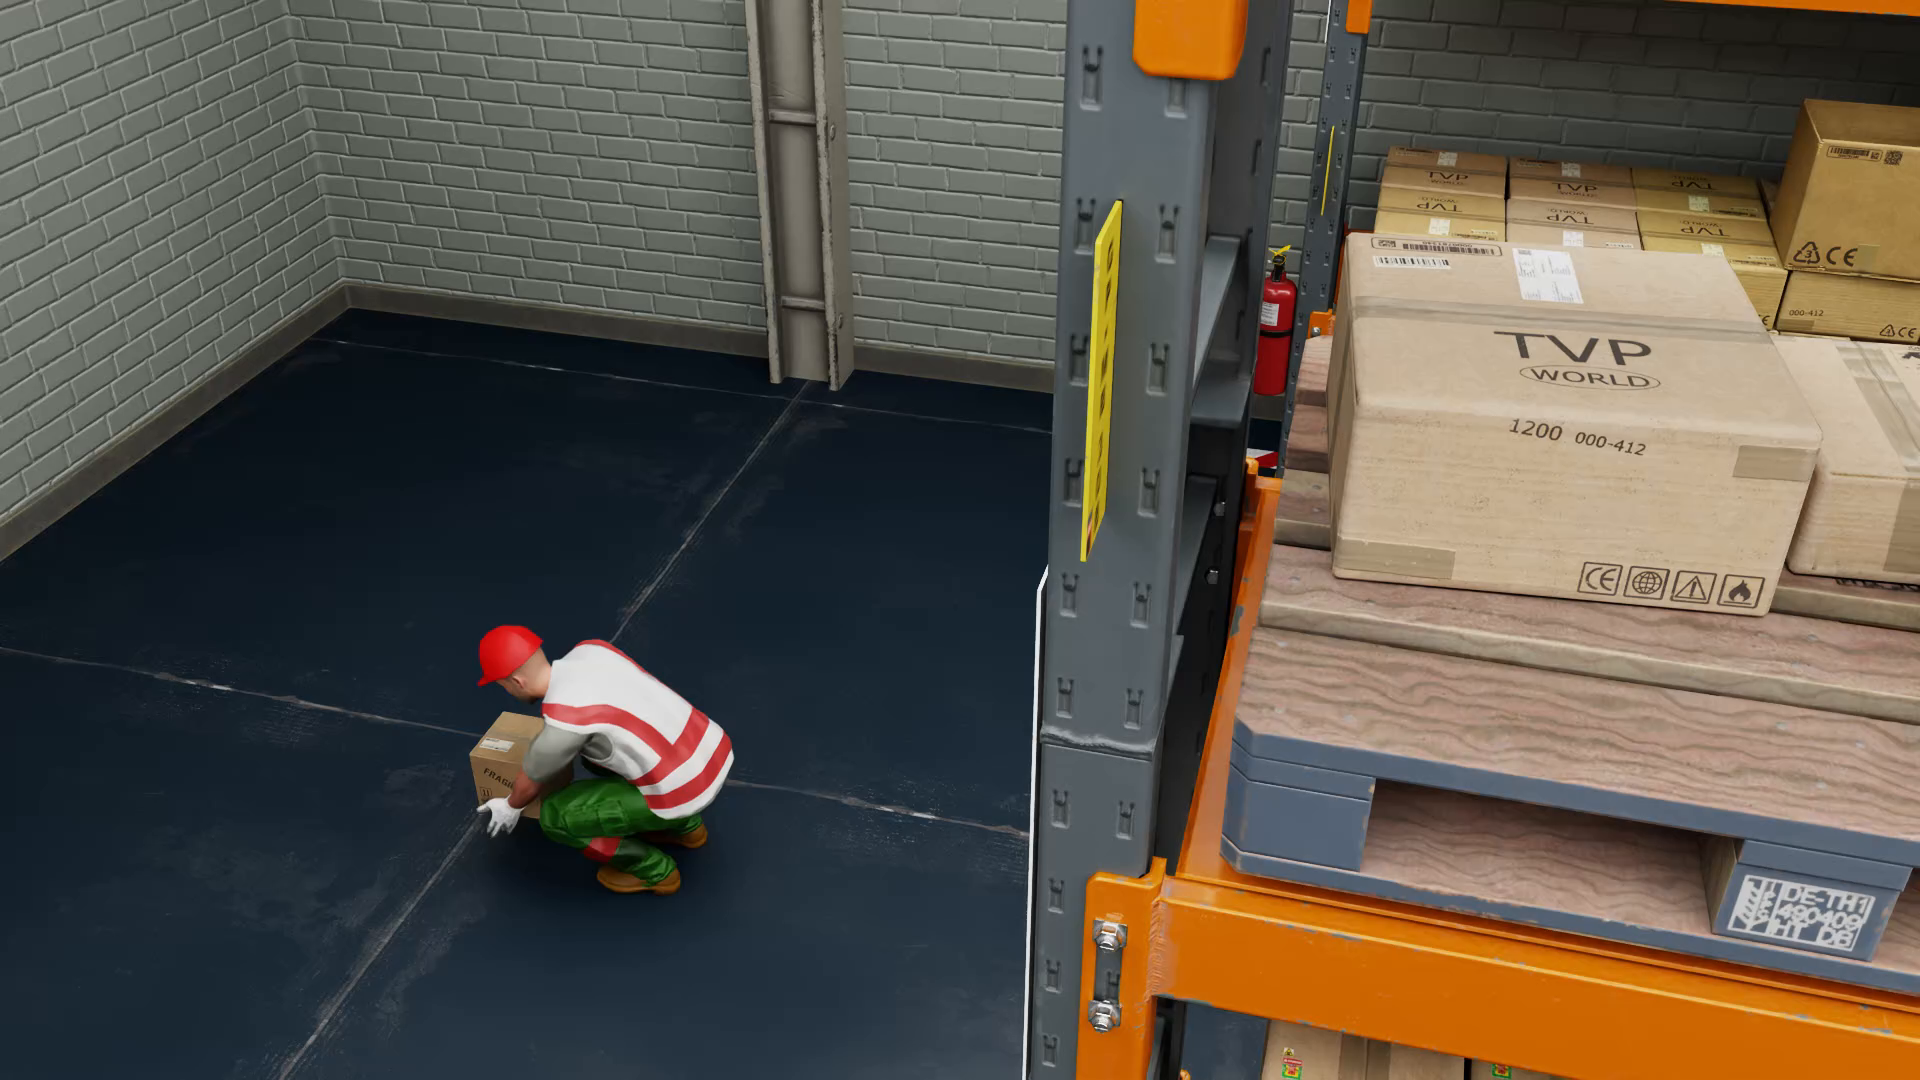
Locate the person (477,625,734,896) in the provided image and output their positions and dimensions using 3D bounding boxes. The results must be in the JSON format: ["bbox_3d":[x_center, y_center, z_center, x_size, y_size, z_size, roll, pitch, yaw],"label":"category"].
[{"bbox_3d":[-1.242,0.719,5.738,0.885,0.992,0.551,8,33,12],"label":"person"}]
